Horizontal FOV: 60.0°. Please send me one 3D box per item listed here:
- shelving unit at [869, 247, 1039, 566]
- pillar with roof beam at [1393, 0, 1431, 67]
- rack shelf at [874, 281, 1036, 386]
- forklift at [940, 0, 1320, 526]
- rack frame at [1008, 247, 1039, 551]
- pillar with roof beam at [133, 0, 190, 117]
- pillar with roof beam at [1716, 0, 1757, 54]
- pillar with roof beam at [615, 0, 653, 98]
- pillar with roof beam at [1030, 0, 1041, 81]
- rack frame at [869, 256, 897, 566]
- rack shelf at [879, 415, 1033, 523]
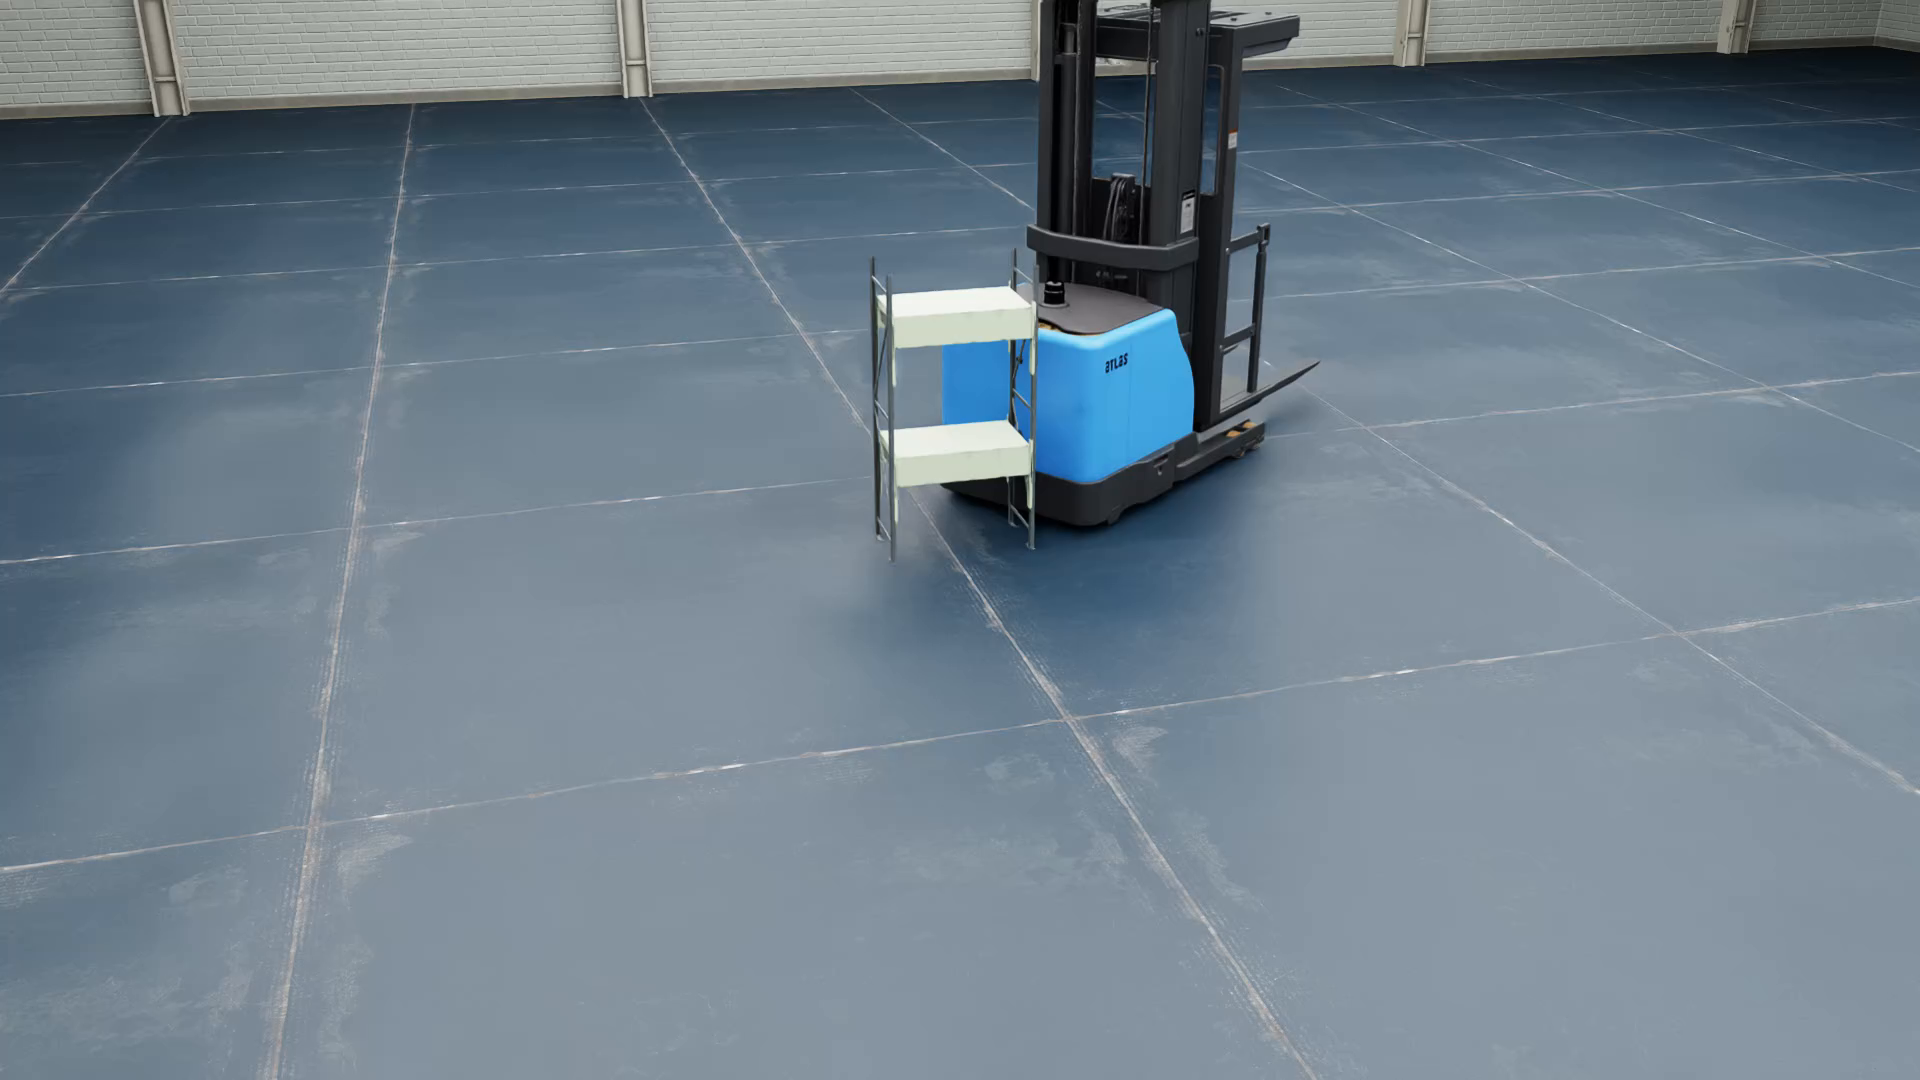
[{"bbox_3d":[-0.032,-0.672,8.415,0.755,1.500,0.431,-6,24,-14],"label":"shelving unit"},{"bbox_3d":[8.218,-9.978,20.591,0.400,9.000,9.100,-6,24,-14],"label":"pillar with roof beam"},{"bbox_3d":[-0.032,-1.031,8.261,0.720,0.370,0.431,-6,24,-14],"label":"rack shelf"},{"bbox_3d":[1.184,-1.936,9.544,1.130,2.935,3.031,17,28,34],"label":"forklift"},{"bbox_3d":[0.321,-0.710,8.503,0.023,1.500,0.400,-6,24,-14],"label":"rack frame"},{"bbox_3d":[-9.113,-8.060,16.123,0.400,9.000,9.100,-6,24,-14],"label":"pillar with roof beam"},{"bbox_3d":[13.995,-10.617,22.080,0.400,9.000,9.100,-6,24,-14],"label":"pillar with roof beam"},{"bbox_3d":[-3.336,-8.699,17.612,0.400,9.000,9.100,-6,24,-14],"label":"pillar with roof beam"},{"bbox_3d":[2.441,-9.338,19.102,0.400,9.000,9.100,-6,24,-14],"label":"pillar with roof beam"},{"bbox_3d":[-0.386,-0.634,8.327,0.023,1.500,0.400,-6,24,-14],"label":"rack frame"},{"bbox_3d":[-0.032,-0.373,8.543,0.720,0.370,0.431,-6,24,-14],"label":"rack shelf"}]
